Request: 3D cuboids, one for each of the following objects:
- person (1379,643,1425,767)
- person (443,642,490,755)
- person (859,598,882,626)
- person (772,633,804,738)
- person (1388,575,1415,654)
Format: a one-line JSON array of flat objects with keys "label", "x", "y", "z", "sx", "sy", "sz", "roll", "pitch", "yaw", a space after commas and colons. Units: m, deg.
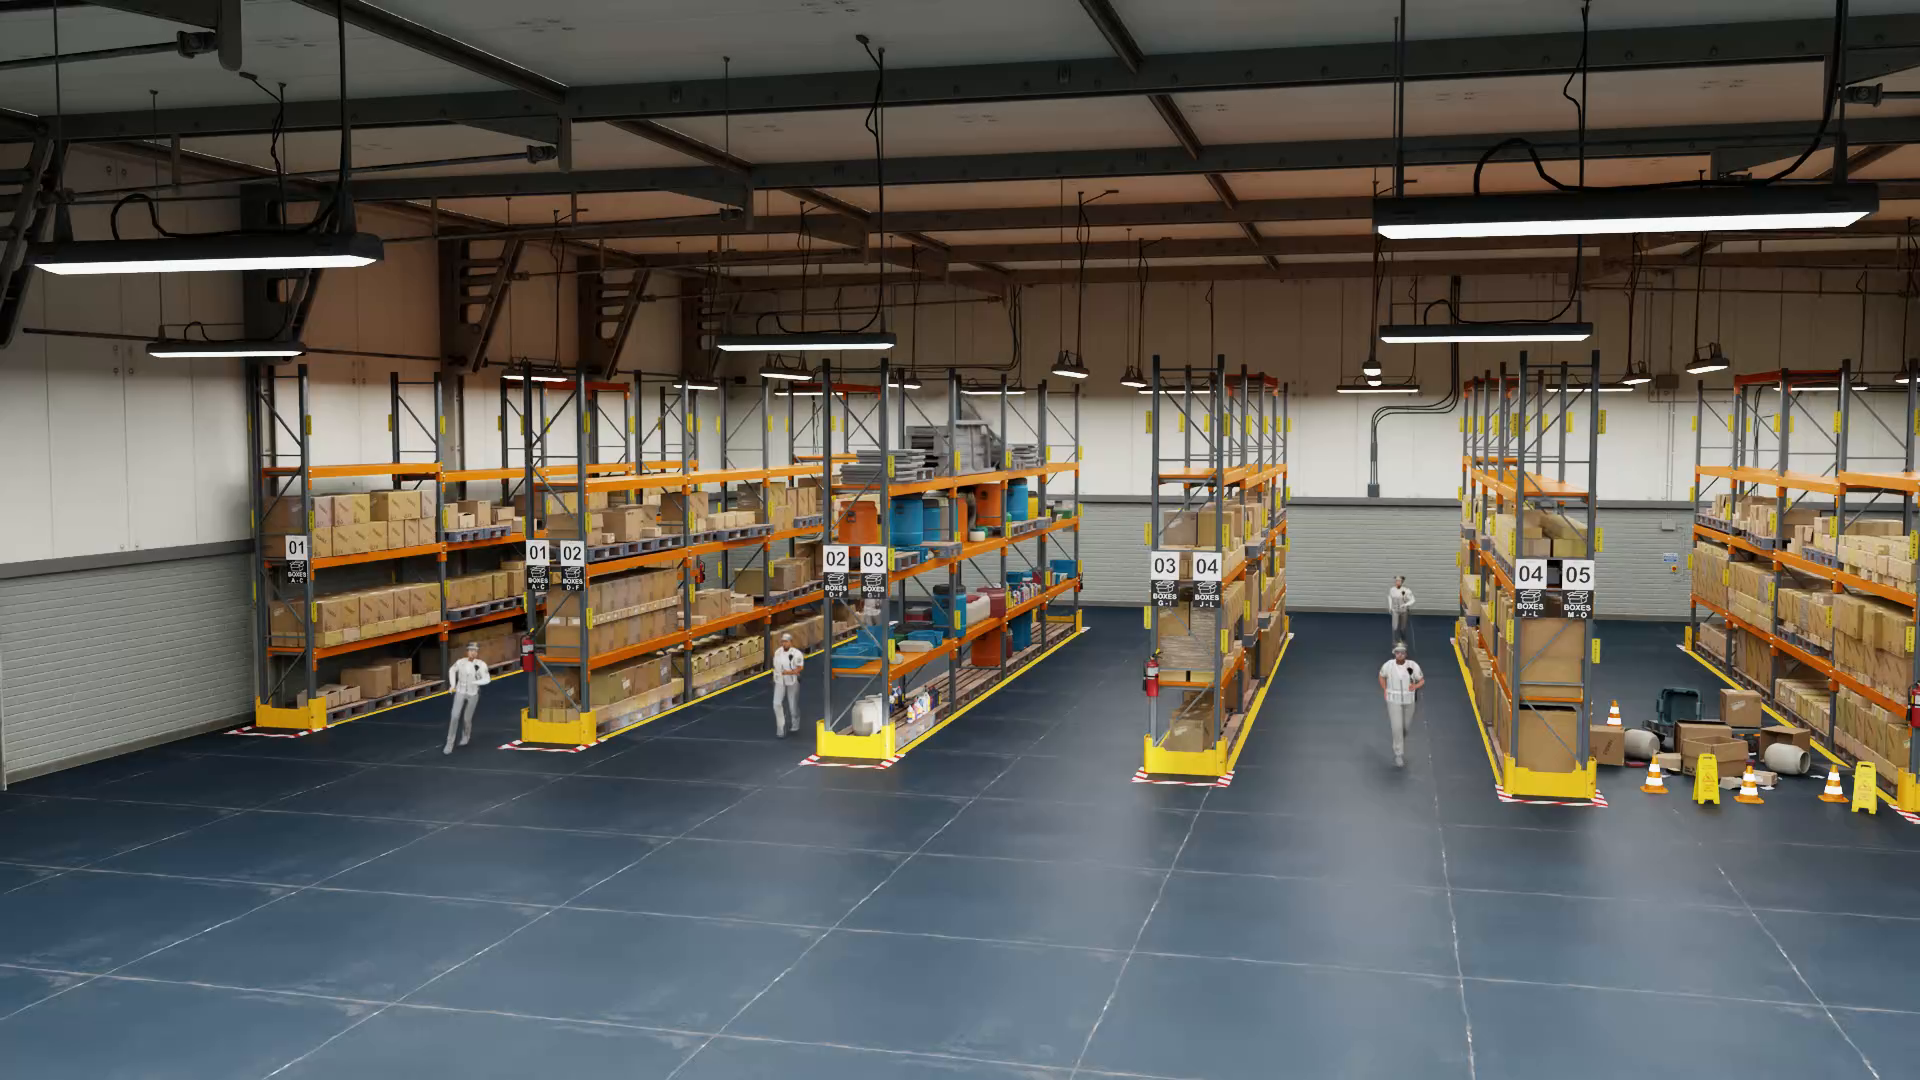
[{"label": "person", "x": 6.584, "y": 2.410, "z": 24.781, "sx": 0.647, "sy": 1.803, "sz": 0.911, "roll": 1, "pitch": 4, "yaw": 8}, {"label": "person", "x": -7.572, "y": 2.396, "z": 25.604, "sx": 0.657, "sy": 1.663, "sz": 0.848, "roll": -1, "pitch": 4, "yaw": -7}, {"label": "person", "x": -1.774, "y": 1.550, "z": 33.829, "sx": 0.588, "sy": 1.686, "sz": 0.752, "roll": 0, "pitch": 4, "yaw": 4}, {"label": "person", "x": -2.772, "y": 2.338, "z": 26.757, "sx": 0.565, "sy": 1.693, "sz": 0.782, "roll": 1, "pitch": 4, "yaw": 10}, {"label": "person", "x": 9.744, "y": 1.627, "z": 36.732, "sx": 0.607, "sy": 1.741, "sz": 0.772, "roll": 2, "pitch": 4, "yaw": 25}]
